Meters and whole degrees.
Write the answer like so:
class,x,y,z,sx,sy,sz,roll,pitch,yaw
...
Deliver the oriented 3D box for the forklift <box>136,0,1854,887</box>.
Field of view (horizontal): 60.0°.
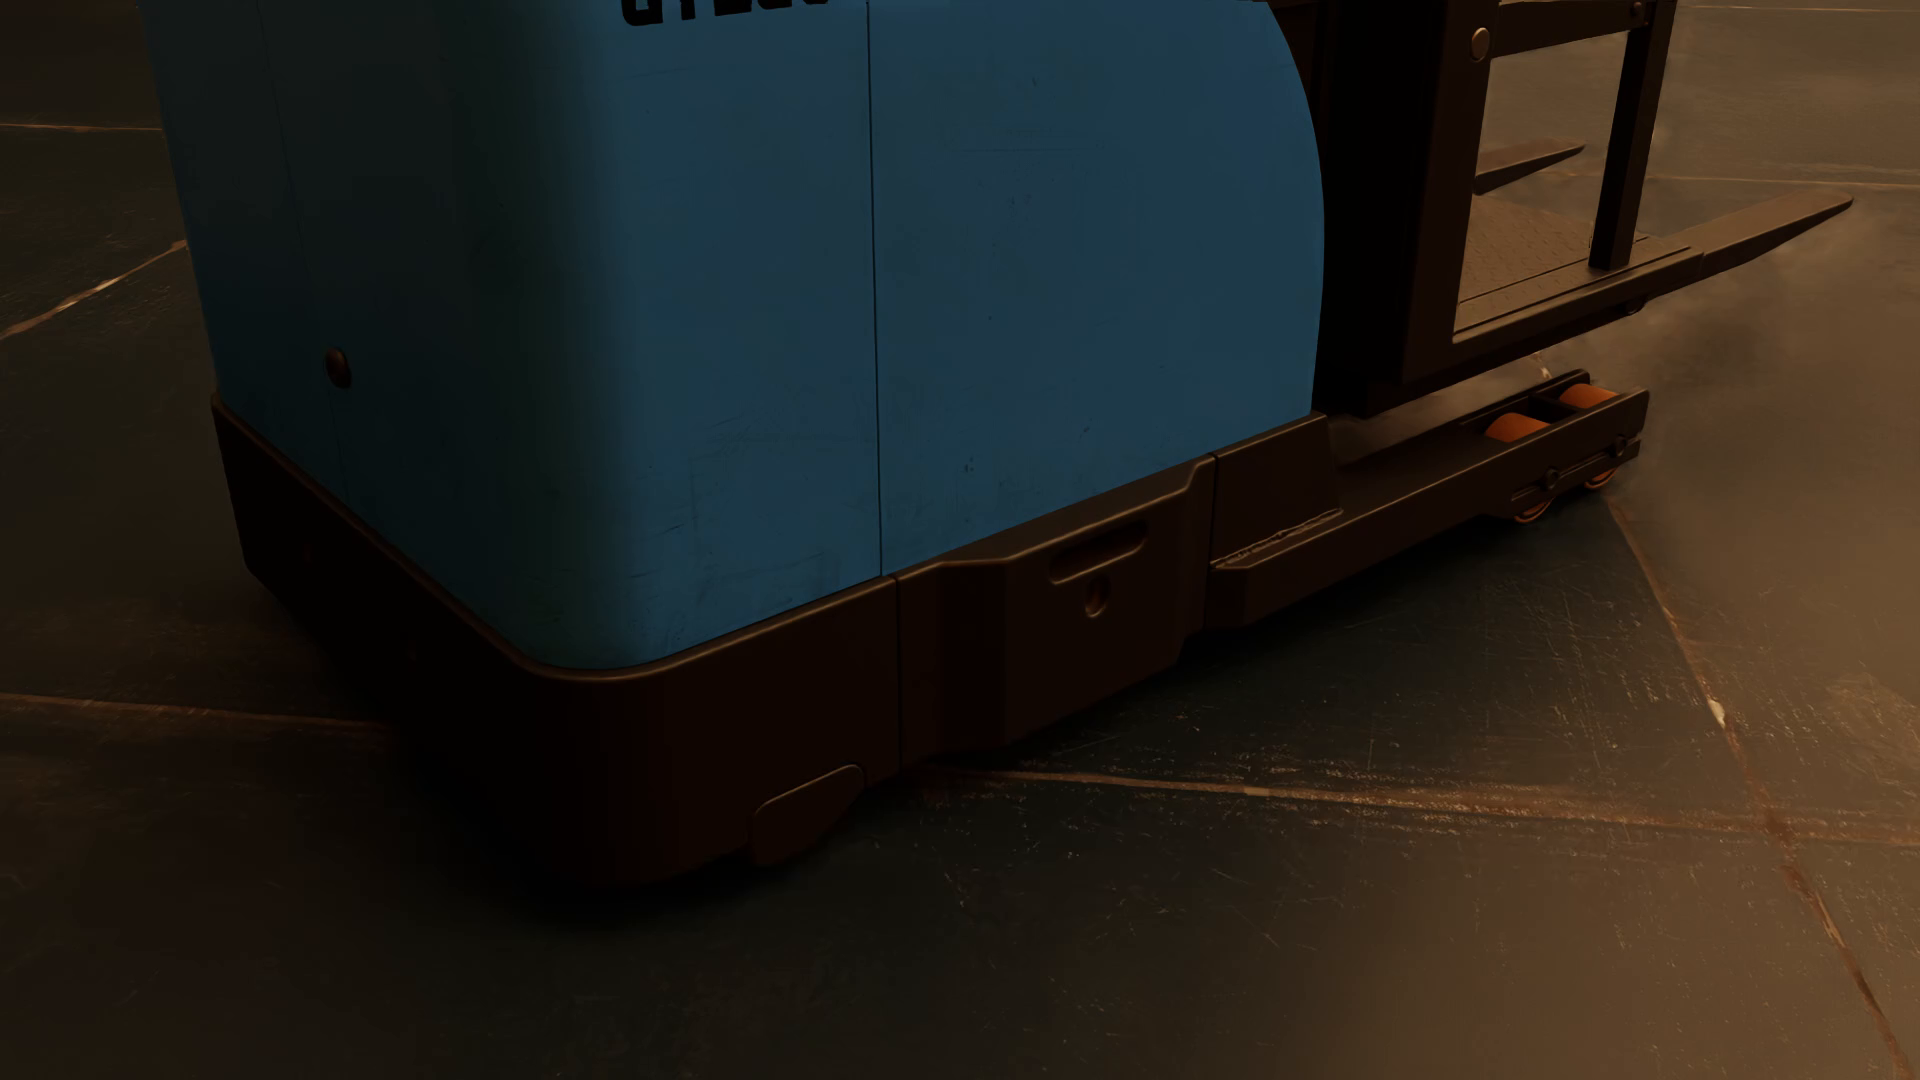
class,x,y,z,sx,sy,sz,roll,pitch,yaw
forklift,0.465,-1.497,2.218,3.031,2.935,1.130,-21,33,-35
